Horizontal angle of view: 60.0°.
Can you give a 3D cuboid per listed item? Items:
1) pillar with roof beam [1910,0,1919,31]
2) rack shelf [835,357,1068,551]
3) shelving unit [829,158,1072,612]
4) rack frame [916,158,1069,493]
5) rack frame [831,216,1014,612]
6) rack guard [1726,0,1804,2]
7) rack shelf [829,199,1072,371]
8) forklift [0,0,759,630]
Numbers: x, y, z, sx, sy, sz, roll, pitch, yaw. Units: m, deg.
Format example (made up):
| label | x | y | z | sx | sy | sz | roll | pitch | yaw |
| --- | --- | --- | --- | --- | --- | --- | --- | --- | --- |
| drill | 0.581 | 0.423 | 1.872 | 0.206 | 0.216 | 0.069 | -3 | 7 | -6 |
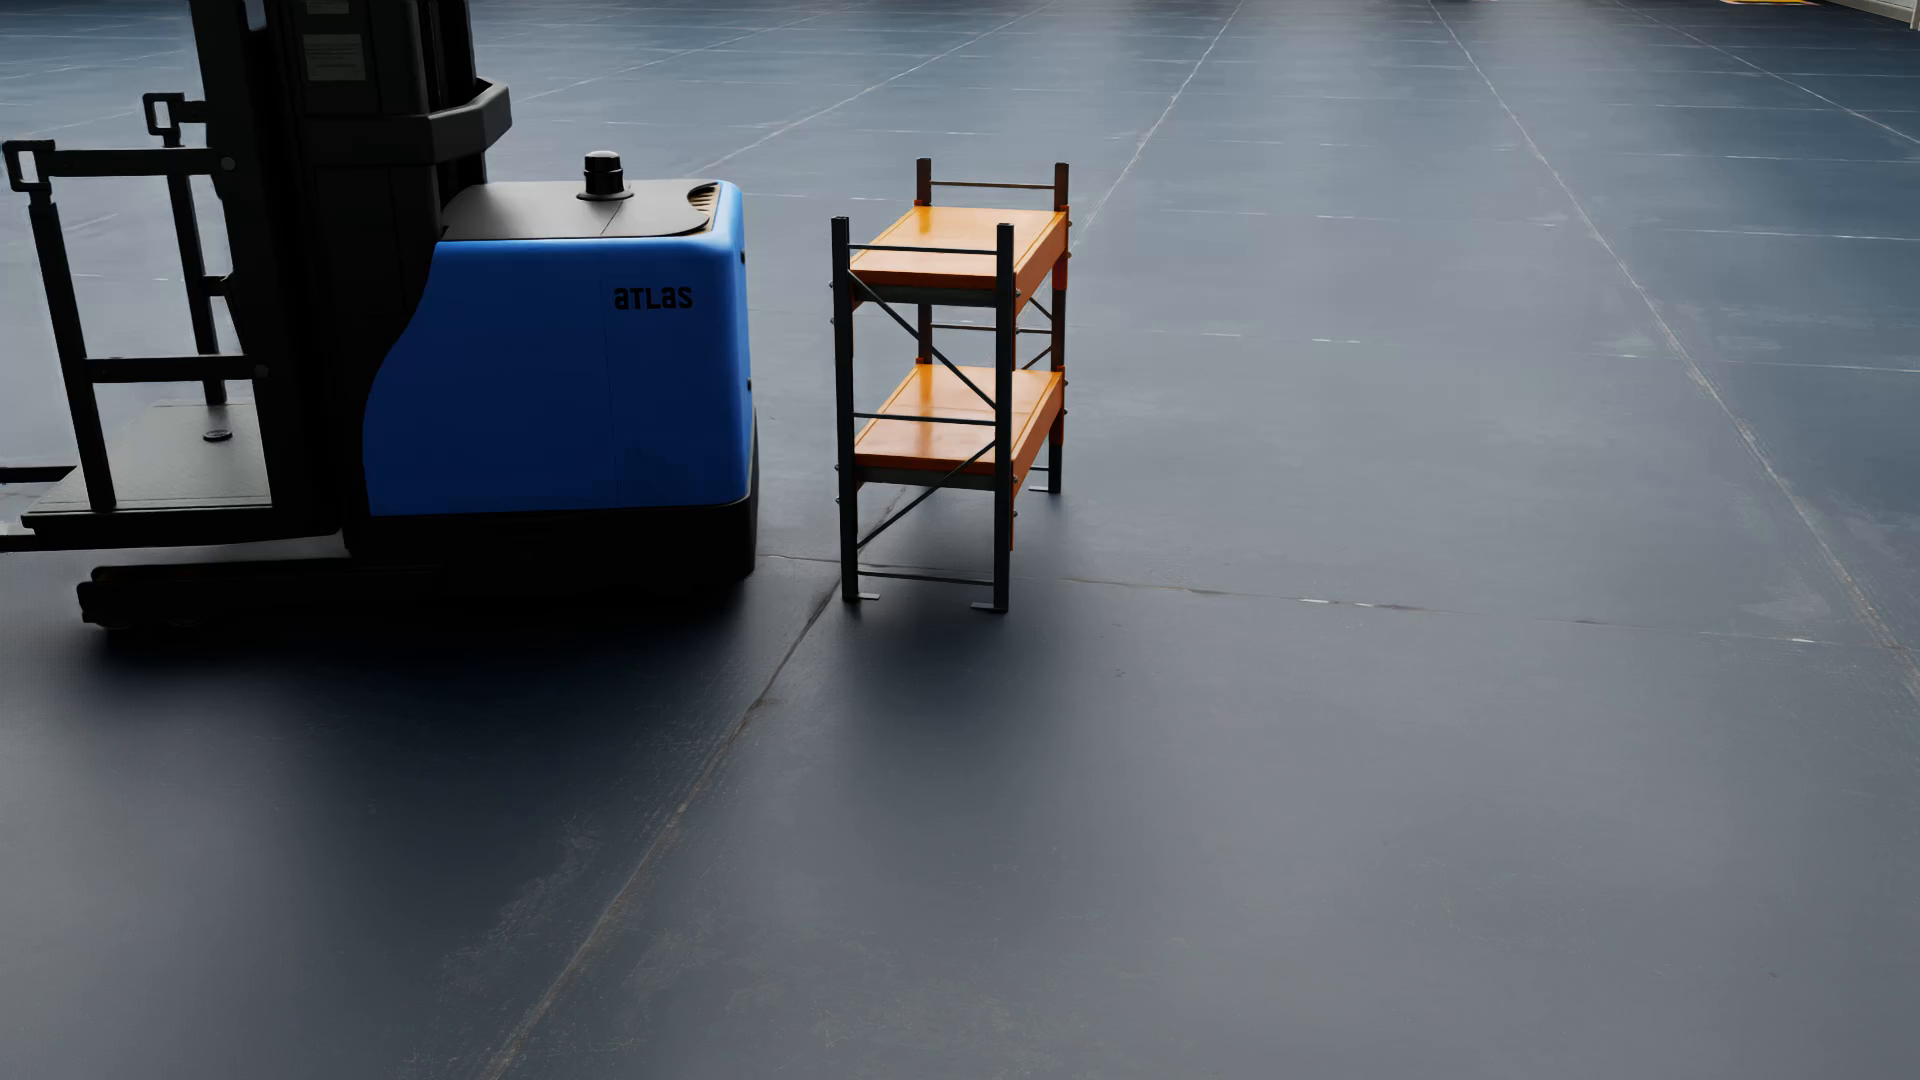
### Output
| label | x | y | z | sx | sy | sz | roll | pitch | yaw |
| --- | --- | --- | --- | --- | --- | --- | --- | --- | --- |
| pillar with roof beam | 8.856 | -11.401 | 21.617 | 9.100 | 9.000 | 0.400 | 4 | 22 | 11 |
| rack shelf | 0.001 | -0.297 | 5.241 | 0.538 | 0.278 | 1.000 | 4 | 22 | 11 |
| shelving unit | 0.001 | -0.524 | 5.150 | 0.538 | 1.125 | 1.048 | 4 | 22 | 11 |
| rack frame | 0.105 | -0.710 | 5.611 | 0.500 | 1.125 | 0.032 | 4 | 22 | 11 |
| rack frame | -0.102 | -0.338 | 4.688 | 0.500 | 1.125 | 0.032 | 4 | 22 | 11 |
| rack guard | 13.266 | -9.130 | 27.355 | 1.175 | 0.500 | 0.348 | 4 | 22 | 11 |
| rack shelf | 0.001 | -0.796 | 5.040 | 0.538 | 0.278 | 1.000 | 4 | 22 | 11 |
| forklift | -2.160 | -1.311 | 4.685 | 3.031 | 2.935 | 1.130 | -2 | 22 | -5 |
